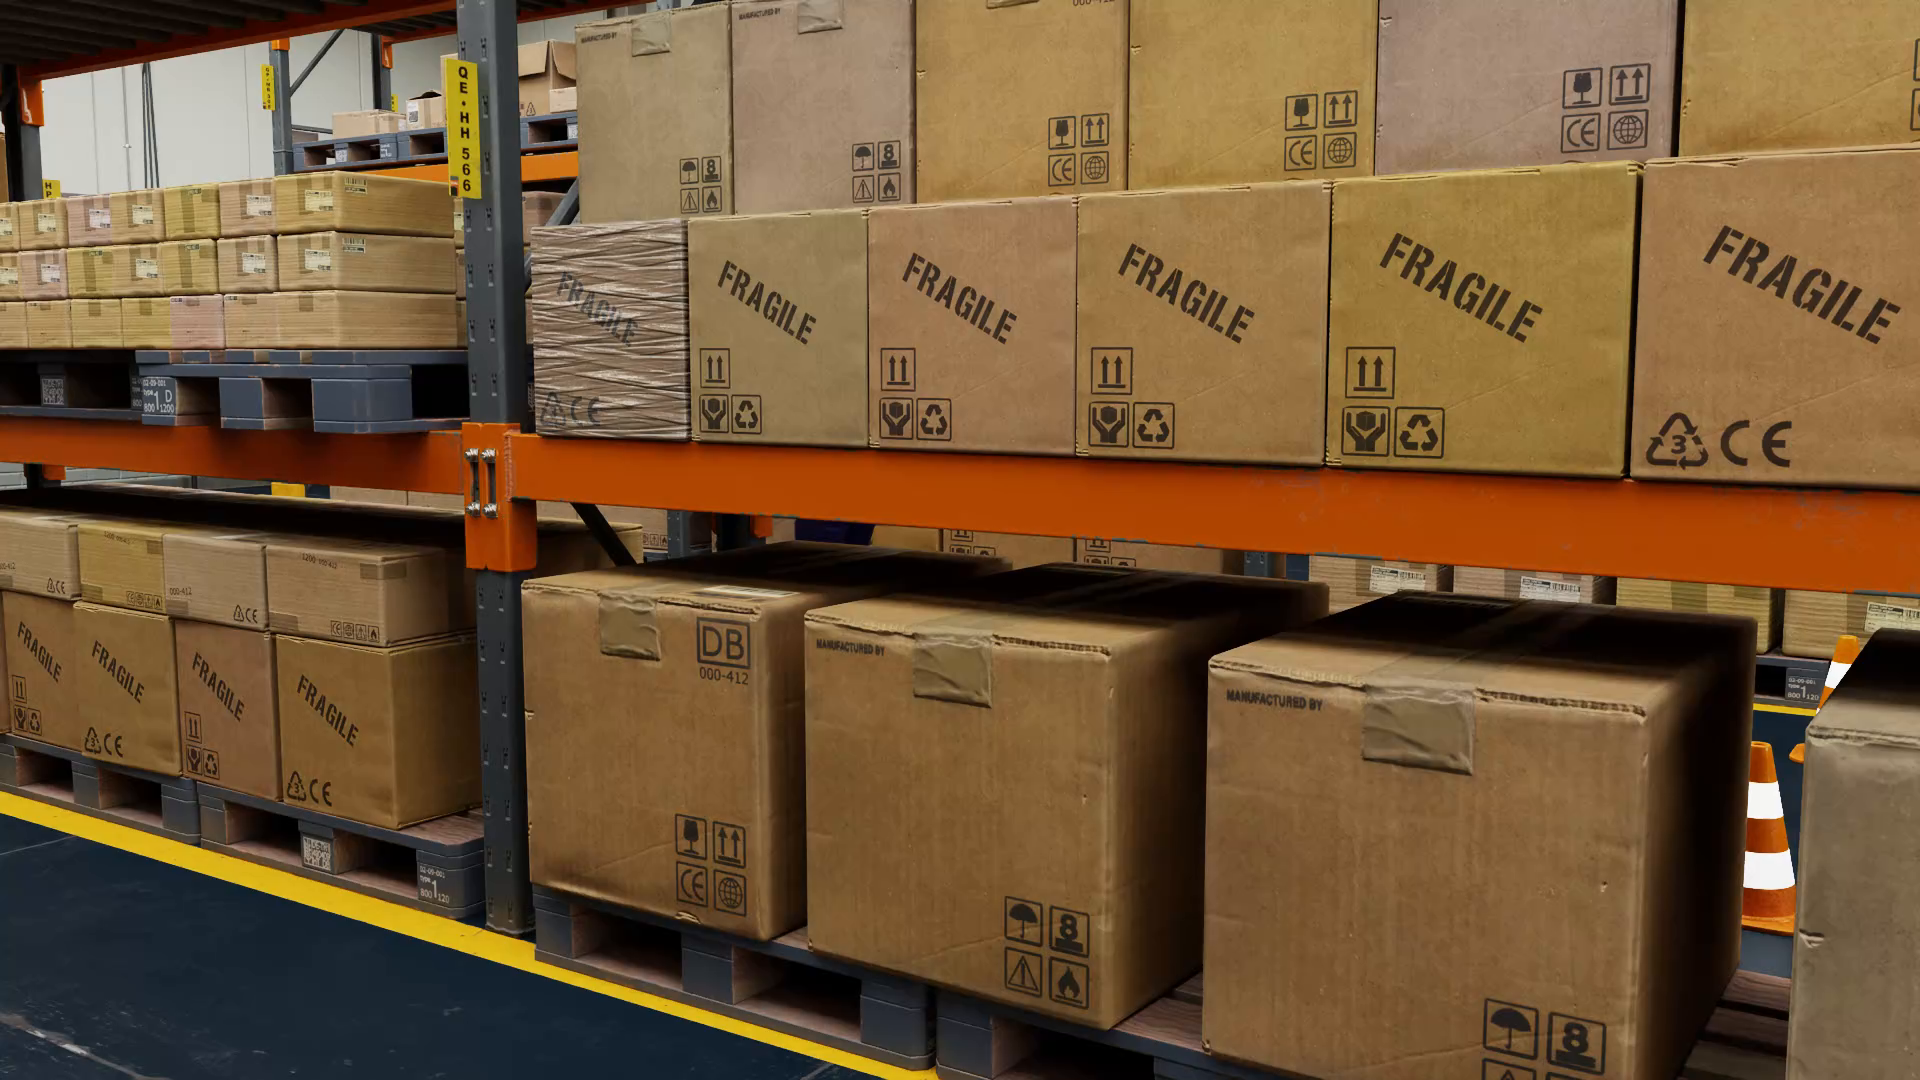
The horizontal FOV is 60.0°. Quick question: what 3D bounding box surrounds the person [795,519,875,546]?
[{"bbox_3d":[-0.641,-0.187,7.792,0.523,1.637,0.453,4,8,35],"label":"person"}]
